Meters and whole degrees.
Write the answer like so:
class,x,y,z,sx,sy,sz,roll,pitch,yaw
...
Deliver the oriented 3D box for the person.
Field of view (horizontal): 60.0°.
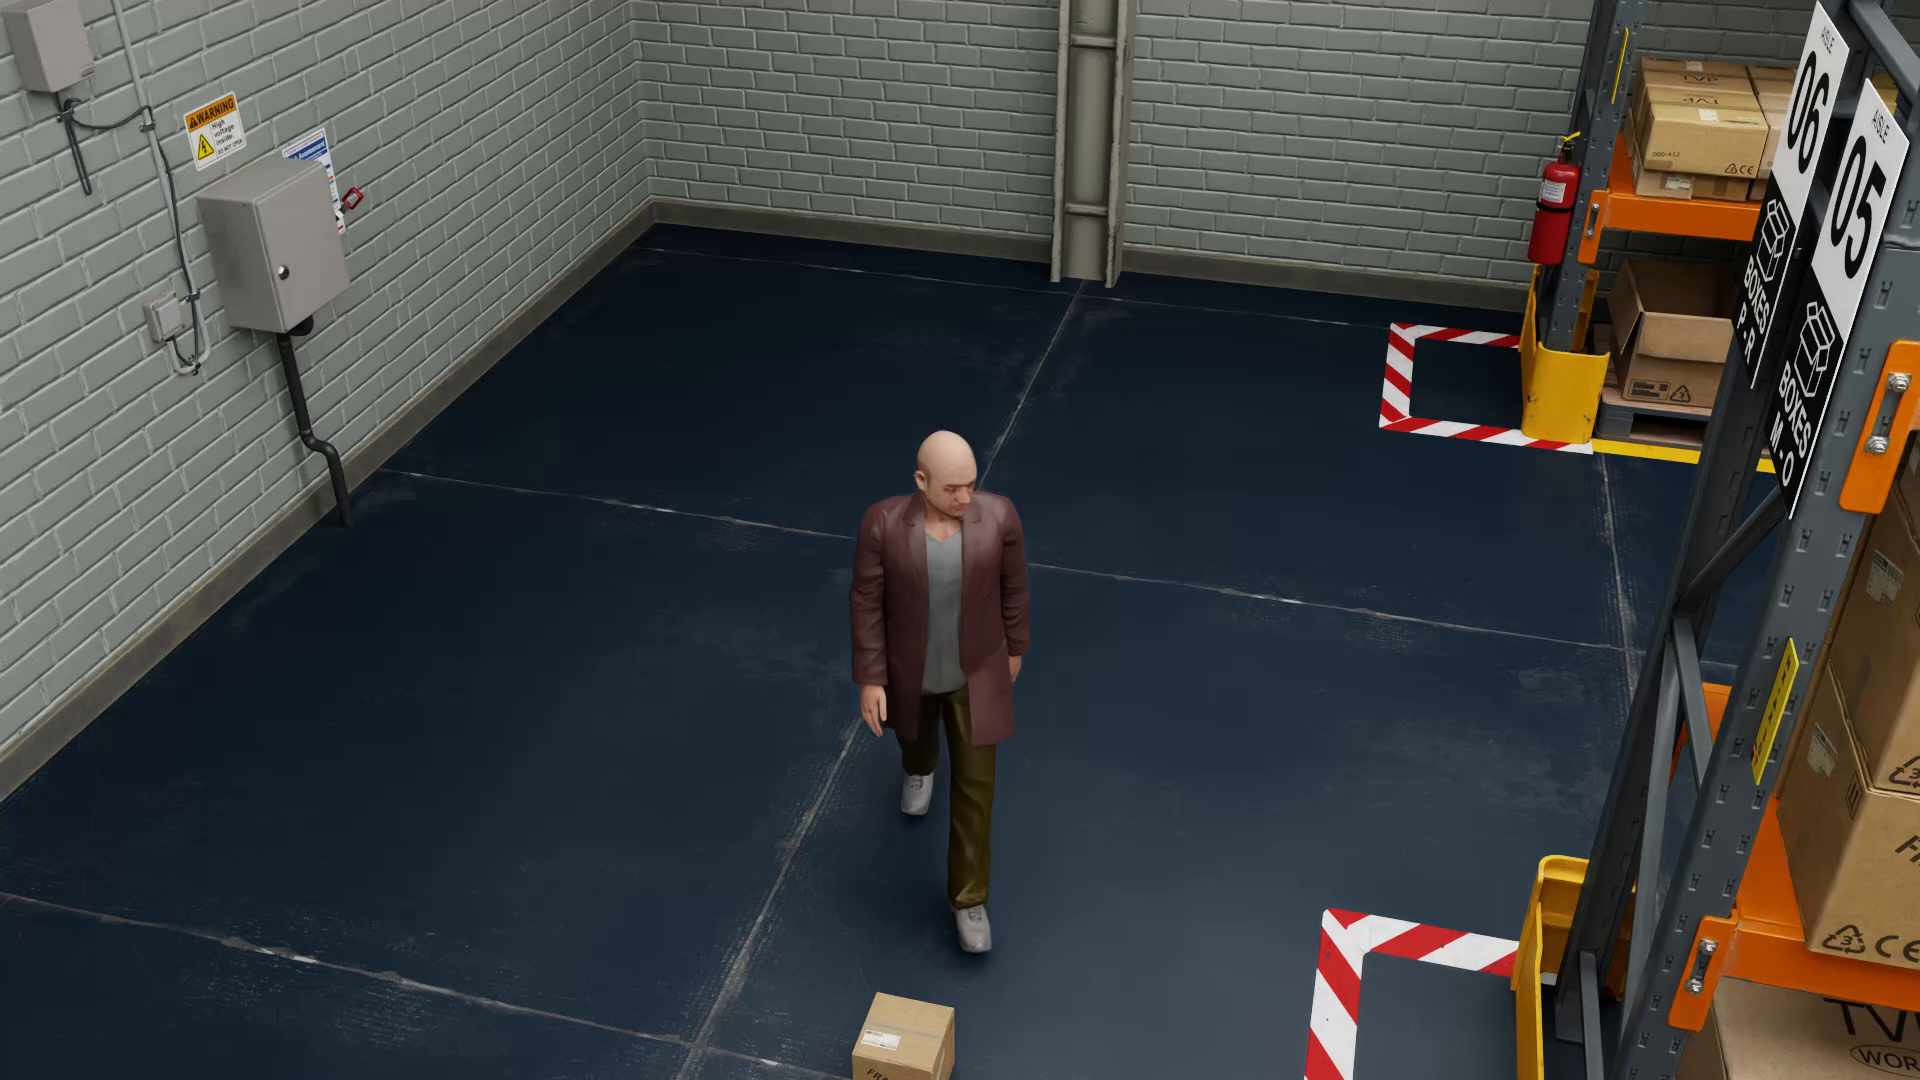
class,x,y,z,sx,sy,sz,roll,pitch,yaw
person,-0.059,0.415,5.509,0.601,1.742,1.081,0,32,-1
